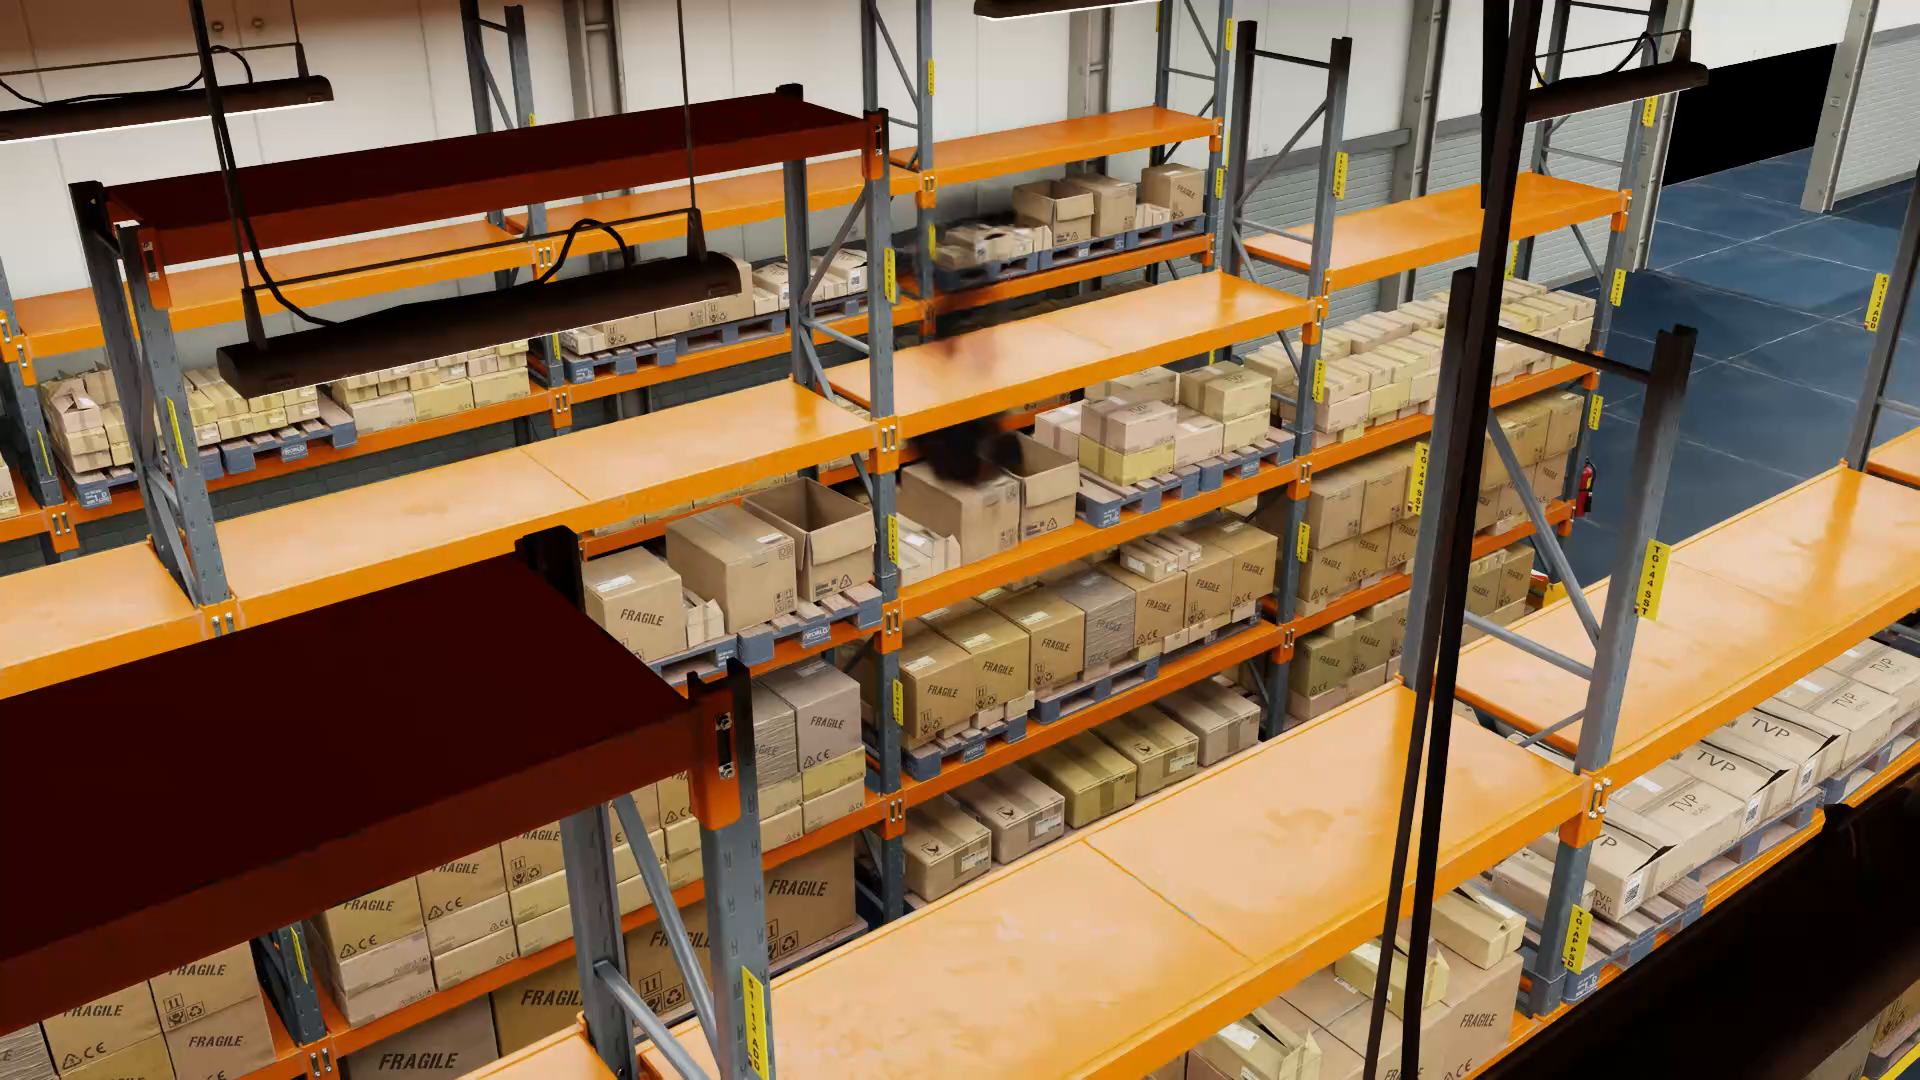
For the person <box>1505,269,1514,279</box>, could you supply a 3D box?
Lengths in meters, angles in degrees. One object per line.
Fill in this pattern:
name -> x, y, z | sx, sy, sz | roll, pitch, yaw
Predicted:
person -> 6.978, -2.696, 21.749 | 0.898, 1.698, 0.678 | -23, 34, -39
